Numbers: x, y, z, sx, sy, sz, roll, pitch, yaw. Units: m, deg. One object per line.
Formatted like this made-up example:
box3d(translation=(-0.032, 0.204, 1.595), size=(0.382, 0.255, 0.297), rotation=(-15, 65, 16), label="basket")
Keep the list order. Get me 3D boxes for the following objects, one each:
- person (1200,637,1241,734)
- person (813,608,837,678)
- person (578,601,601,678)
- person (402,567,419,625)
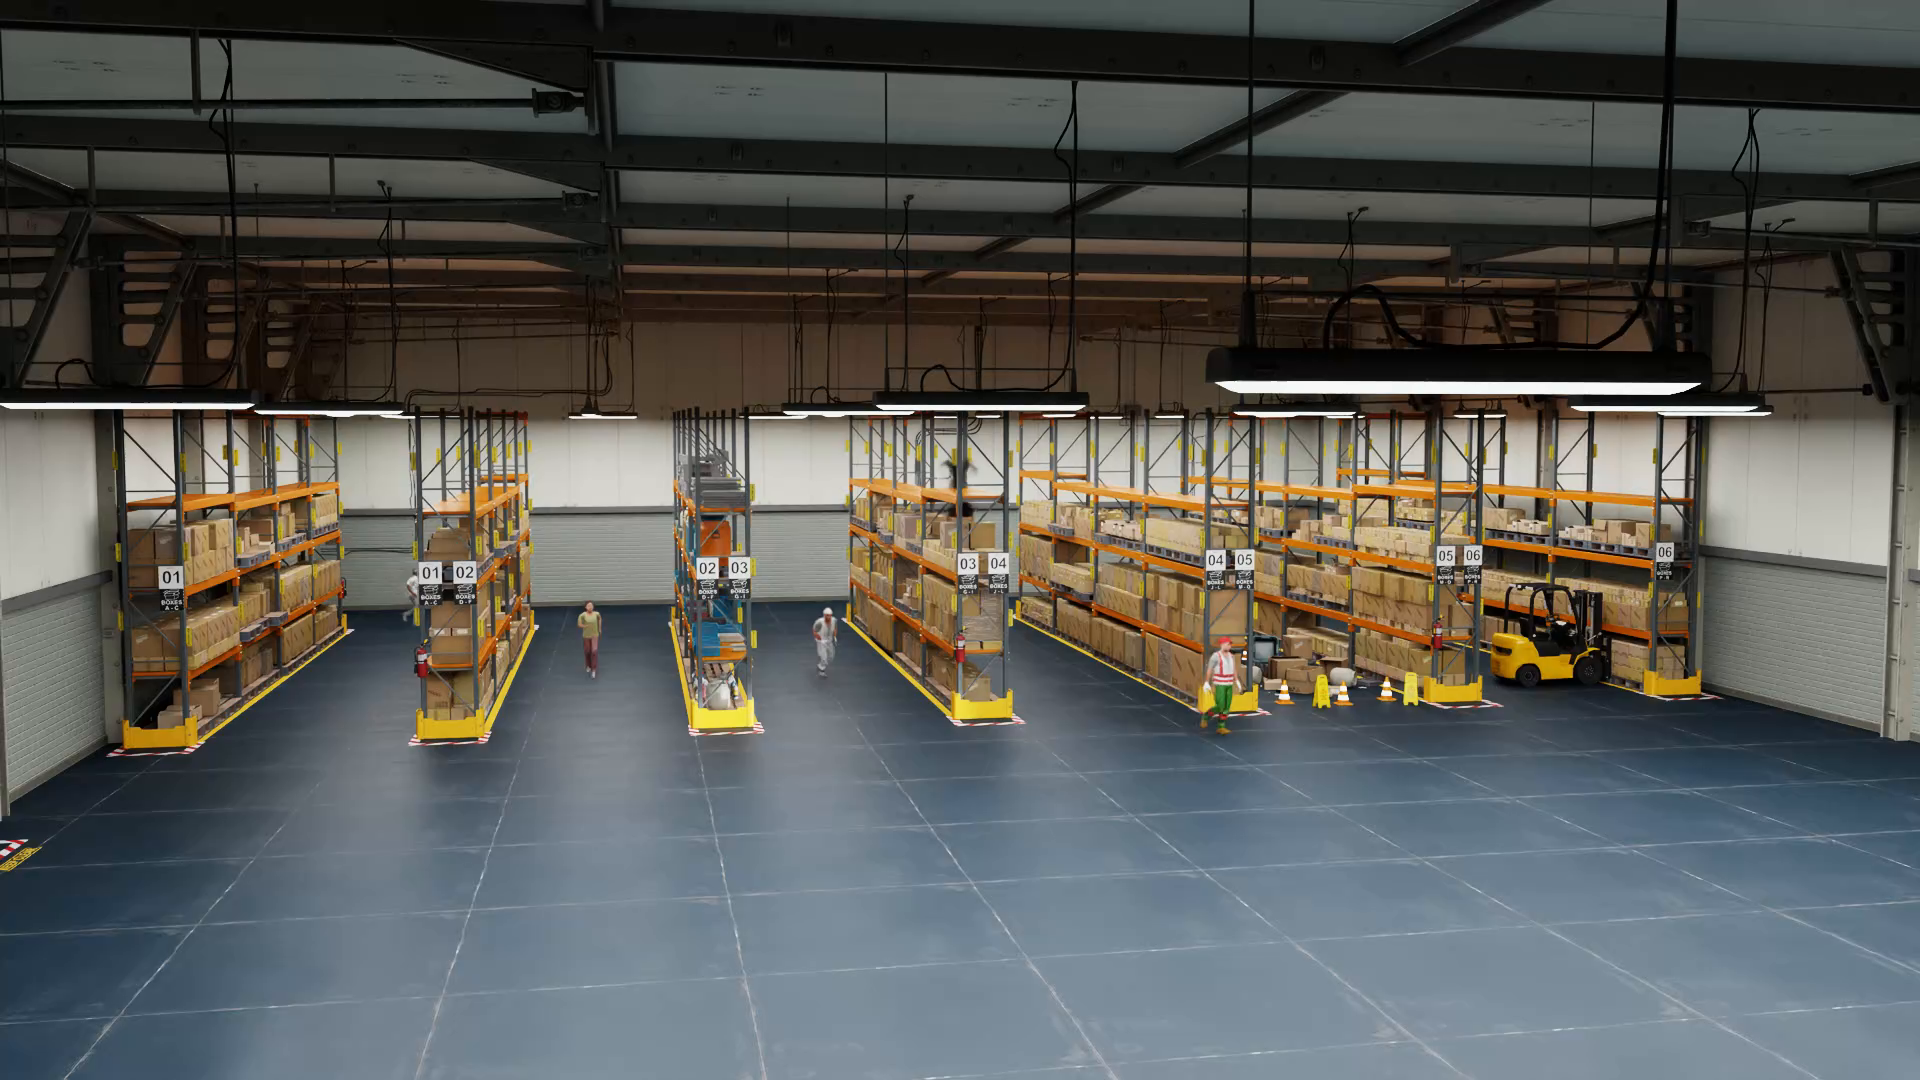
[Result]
box3d(translation=(4.759, 2.656, 30.498), size=(0.644, 1.780, 0.603), rotation=(-3, 5, -38), label="person")
box3d(translation=(-3.032, 2.278, 37.034), size=(0.634, 1.613, 0.928), rotation=(-3, 5, -35), label="person")
box3d(translation=(-8.348, 2.213, 37.488), size=(0.529, 1.718, 0.839), rotation=(-1, 4, -14), label="person")
box3d(translation=(-15.387, 1.583, 46.924), size=(0.652, 1.642, 0.644), rotation=(1, 4, 15), label="person")
